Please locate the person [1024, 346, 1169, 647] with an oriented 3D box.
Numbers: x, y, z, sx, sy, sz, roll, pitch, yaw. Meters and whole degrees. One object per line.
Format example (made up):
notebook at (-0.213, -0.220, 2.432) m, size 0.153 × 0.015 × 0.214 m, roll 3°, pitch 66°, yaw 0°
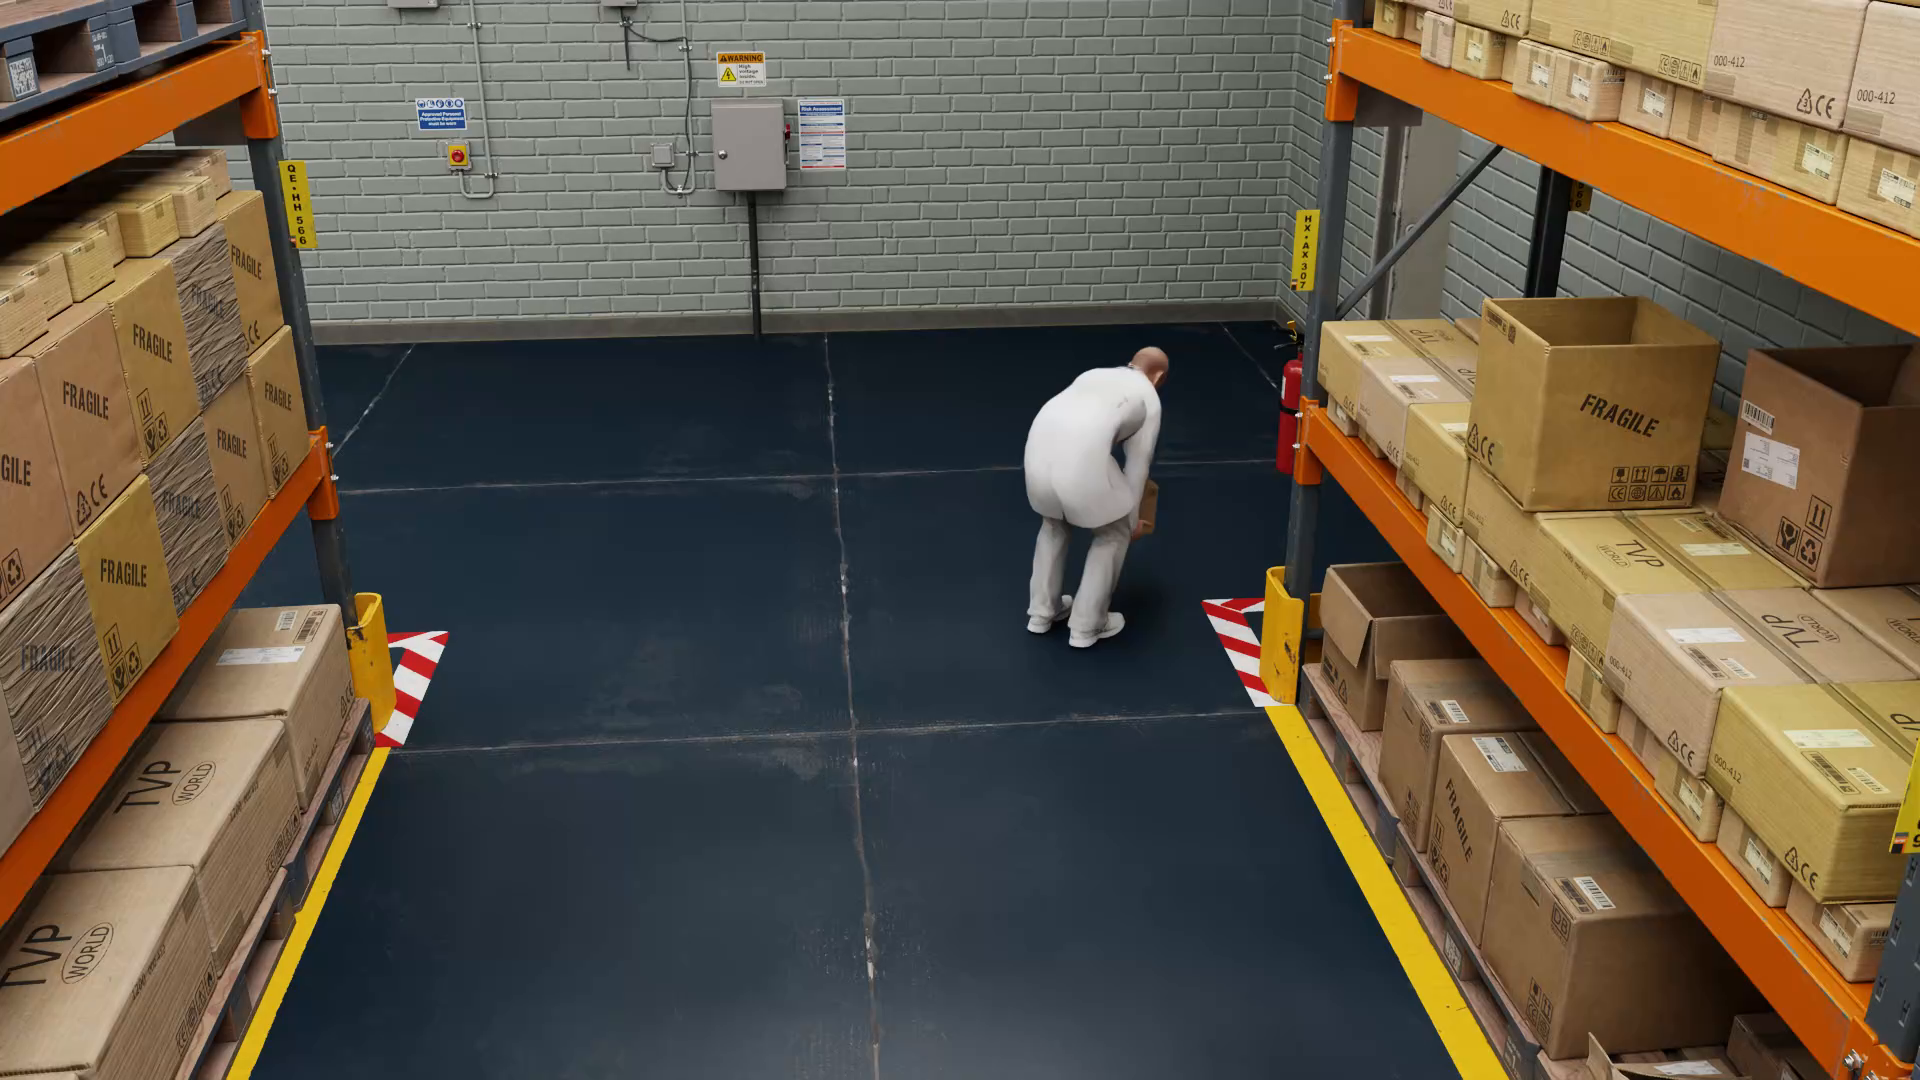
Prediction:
person at (0.670, -0.220, 7.796) m, size 0.560 × 1.249 × 0.931 m, roll 16°, pitch 28°, yaw 33°
